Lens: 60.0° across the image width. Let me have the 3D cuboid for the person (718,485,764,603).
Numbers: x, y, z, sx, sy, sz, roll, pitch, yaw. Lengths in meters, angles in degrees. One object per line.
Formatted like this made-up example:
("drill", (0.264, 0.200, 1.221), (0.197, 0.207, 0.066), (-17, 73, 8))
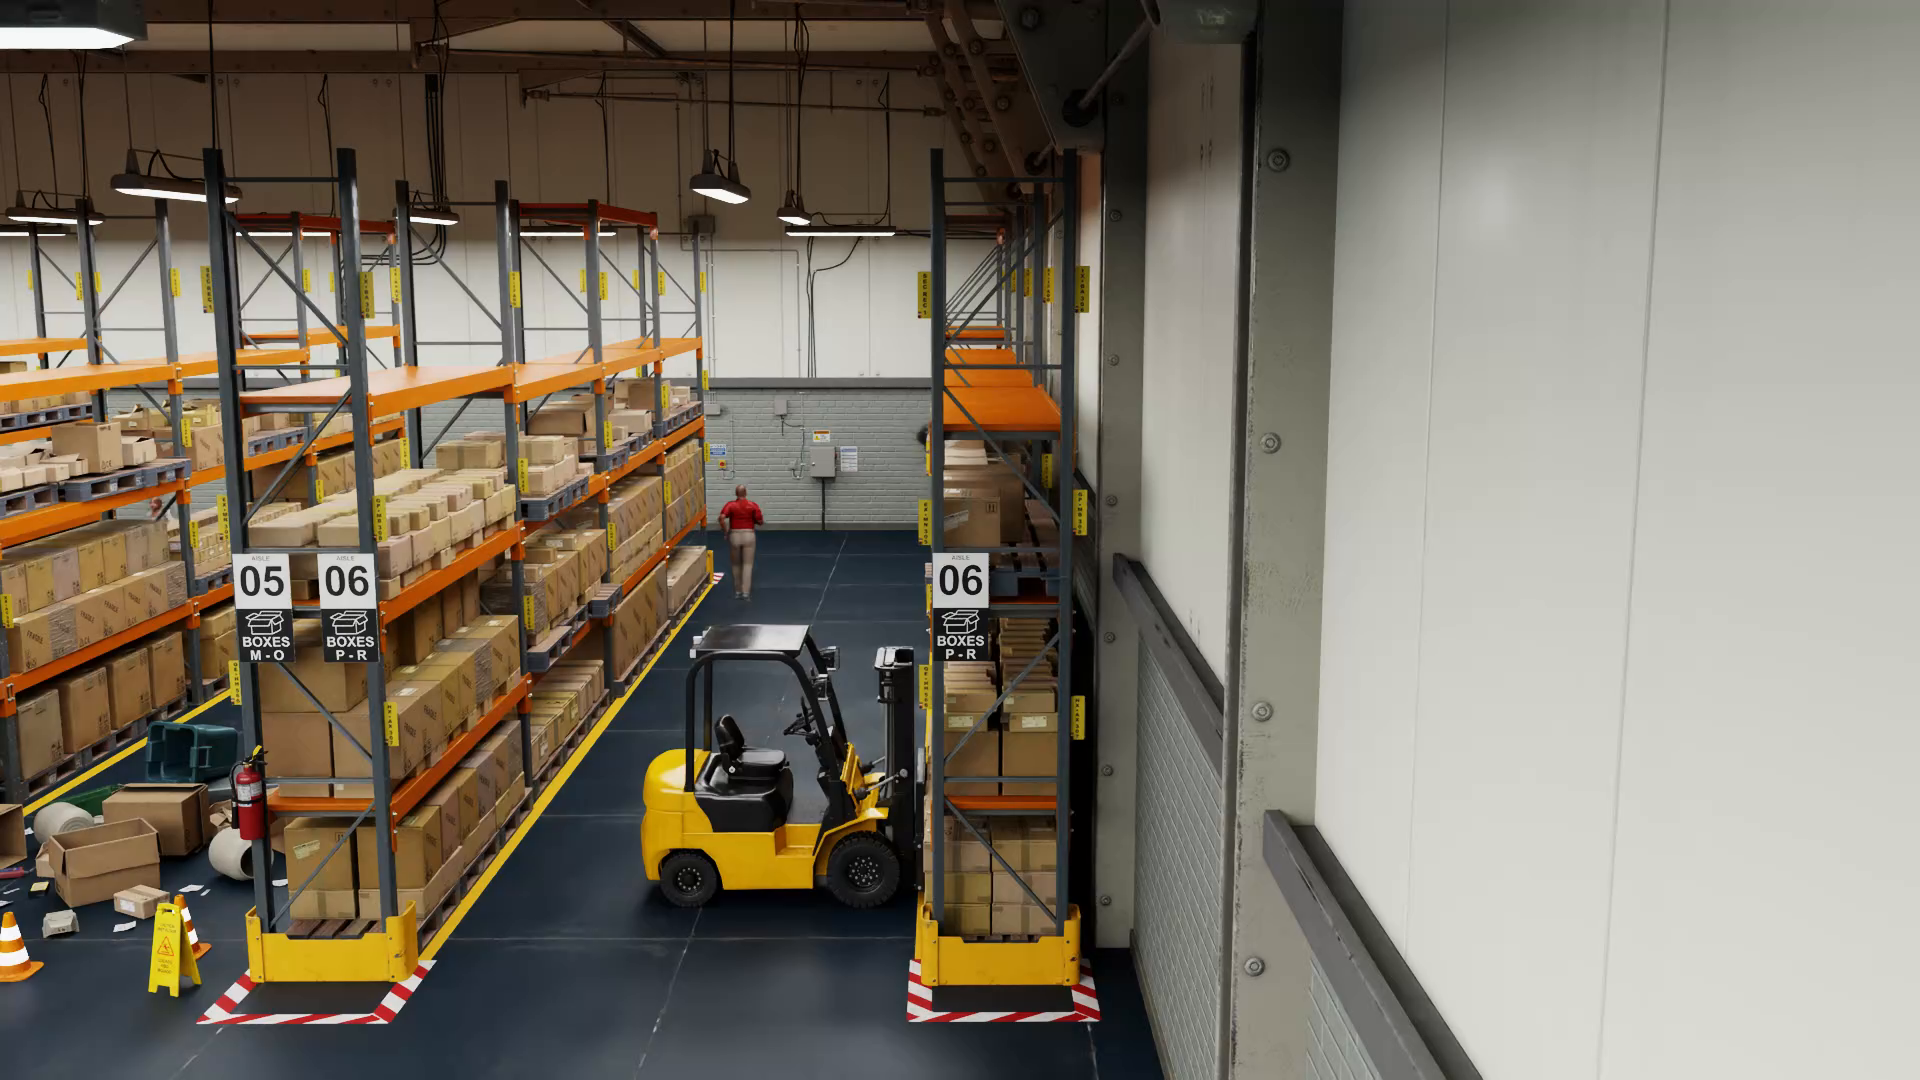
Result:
("person", (-3.237, 0.066, 24.747), (0.648, 1.775, 0.796), (0, 9, -1))

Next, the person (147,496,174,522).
("person", (-12.944, 0.073, 26.961), (0.543, 1.611, 0.786), (0, 9, -2))
